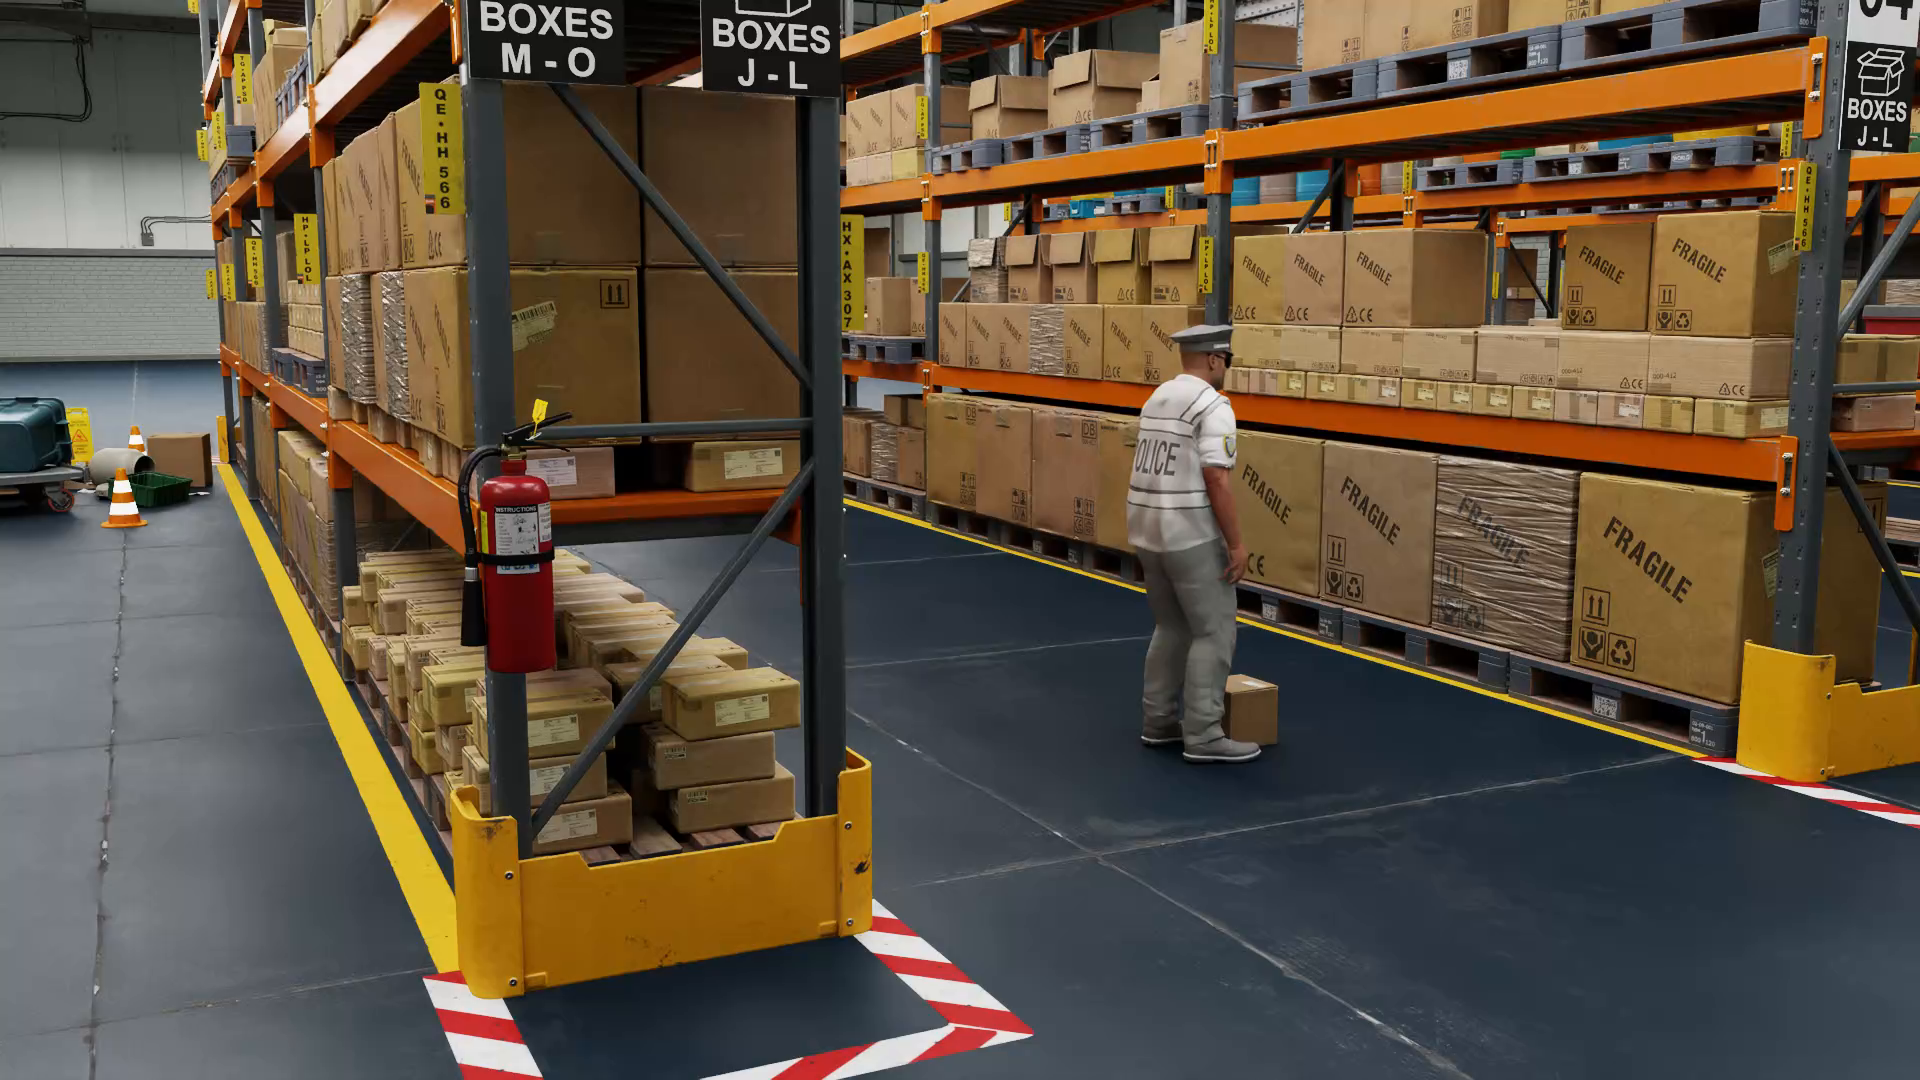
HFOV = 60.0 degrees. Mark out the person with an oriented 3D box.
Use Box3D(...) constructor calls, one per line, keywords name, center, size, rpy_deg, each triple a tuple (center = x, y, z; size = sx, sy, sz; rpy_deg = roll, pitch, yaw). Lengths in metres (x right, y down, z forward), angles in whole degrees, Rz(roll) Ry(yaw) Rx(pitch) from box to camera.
Box3D(name="person", center=(0.927, 0.004, 6.784), size=(0.434, 1.749, 0.585), rpy_deg=(-4, 9, -26))
